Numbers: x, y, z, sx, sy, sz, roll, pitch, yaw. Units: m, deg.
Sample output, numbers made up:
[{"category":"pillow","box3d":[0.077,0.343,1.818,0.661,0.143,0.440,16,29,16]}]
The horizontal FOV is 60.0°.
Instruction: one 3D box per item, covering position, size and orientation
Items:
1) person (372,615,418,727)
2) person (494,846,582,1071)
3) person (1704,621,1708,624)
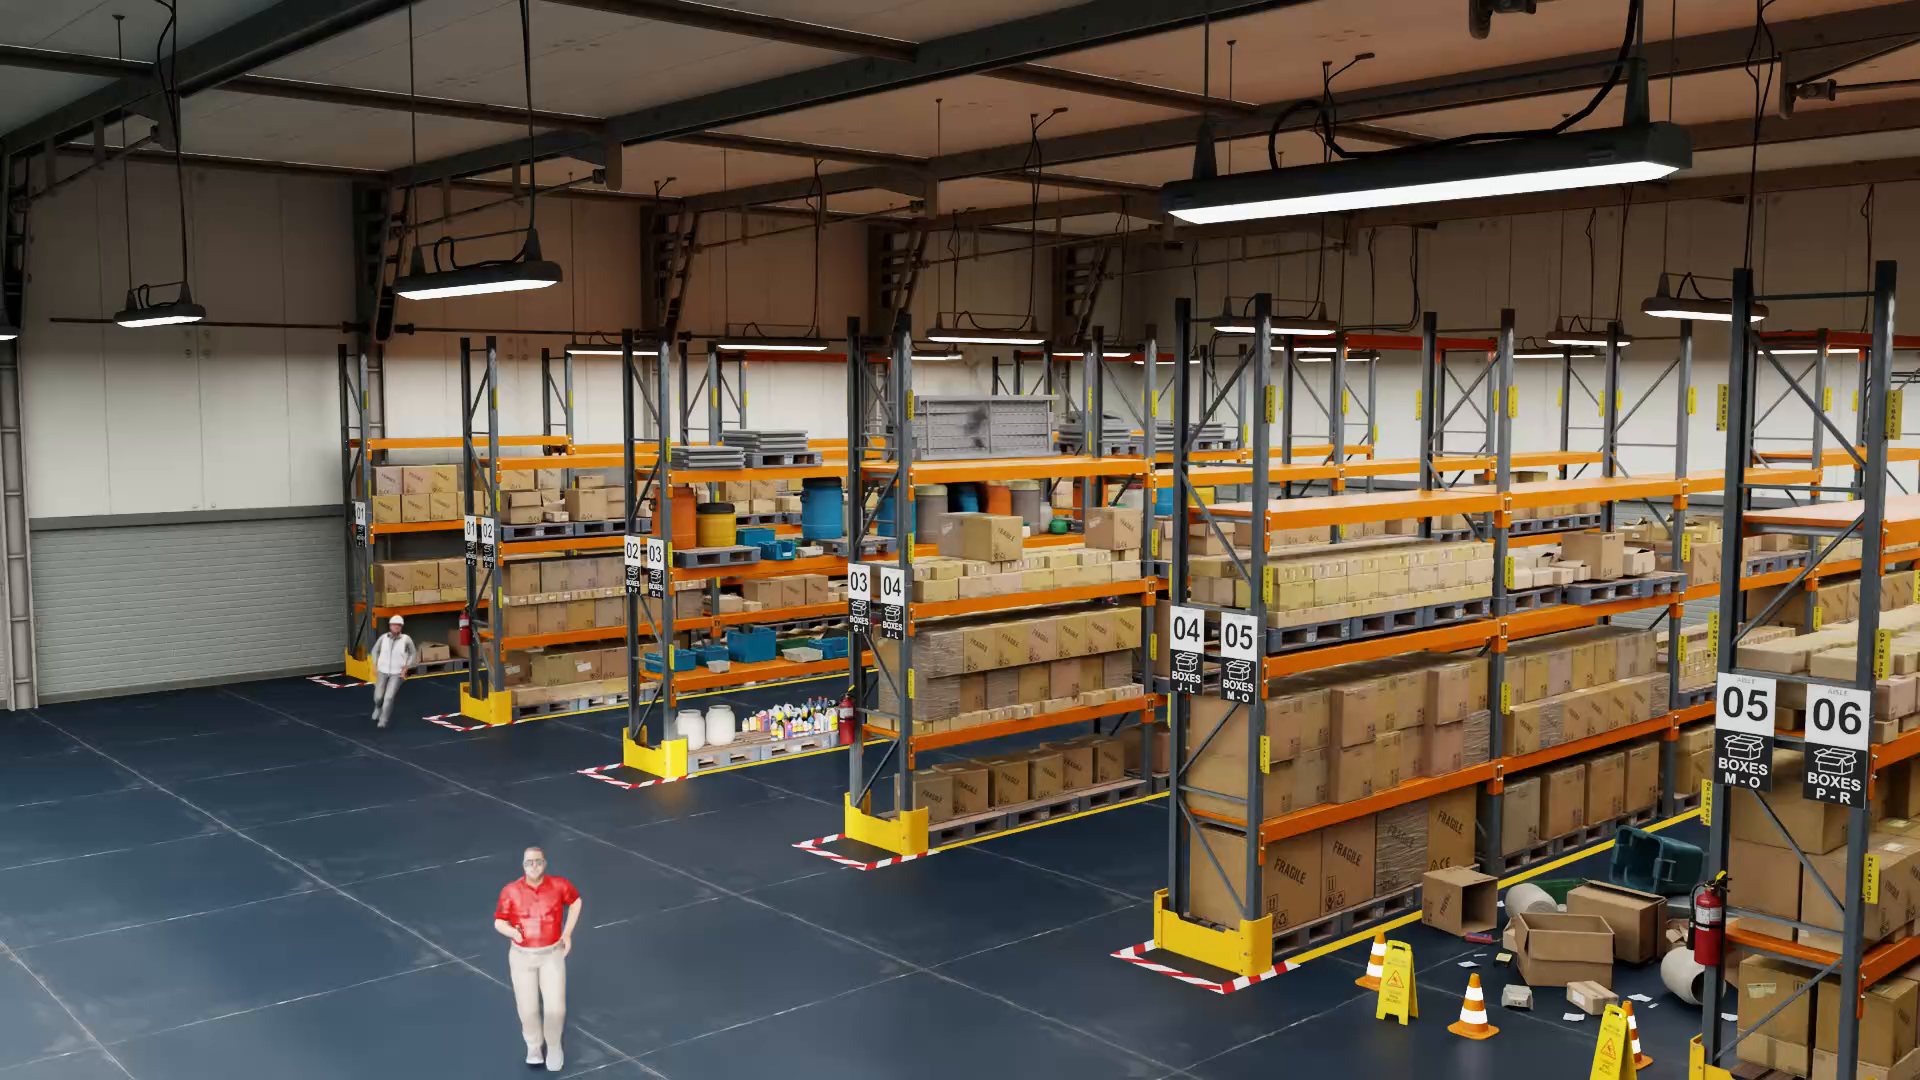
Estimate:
[{"category":"person","box3d":[-8.737,2.023,25.629,0.737,1.727,0.652,-1,5,-10]},{"category":"person","box3d":[-3.186,3.202,12.580,0.644,1.733,0.660,-1,5,-12]},{"category":"person","box3d":[11.647,2.066,25.865,0.774,1.641,0.485,-4,6,-34]}]
